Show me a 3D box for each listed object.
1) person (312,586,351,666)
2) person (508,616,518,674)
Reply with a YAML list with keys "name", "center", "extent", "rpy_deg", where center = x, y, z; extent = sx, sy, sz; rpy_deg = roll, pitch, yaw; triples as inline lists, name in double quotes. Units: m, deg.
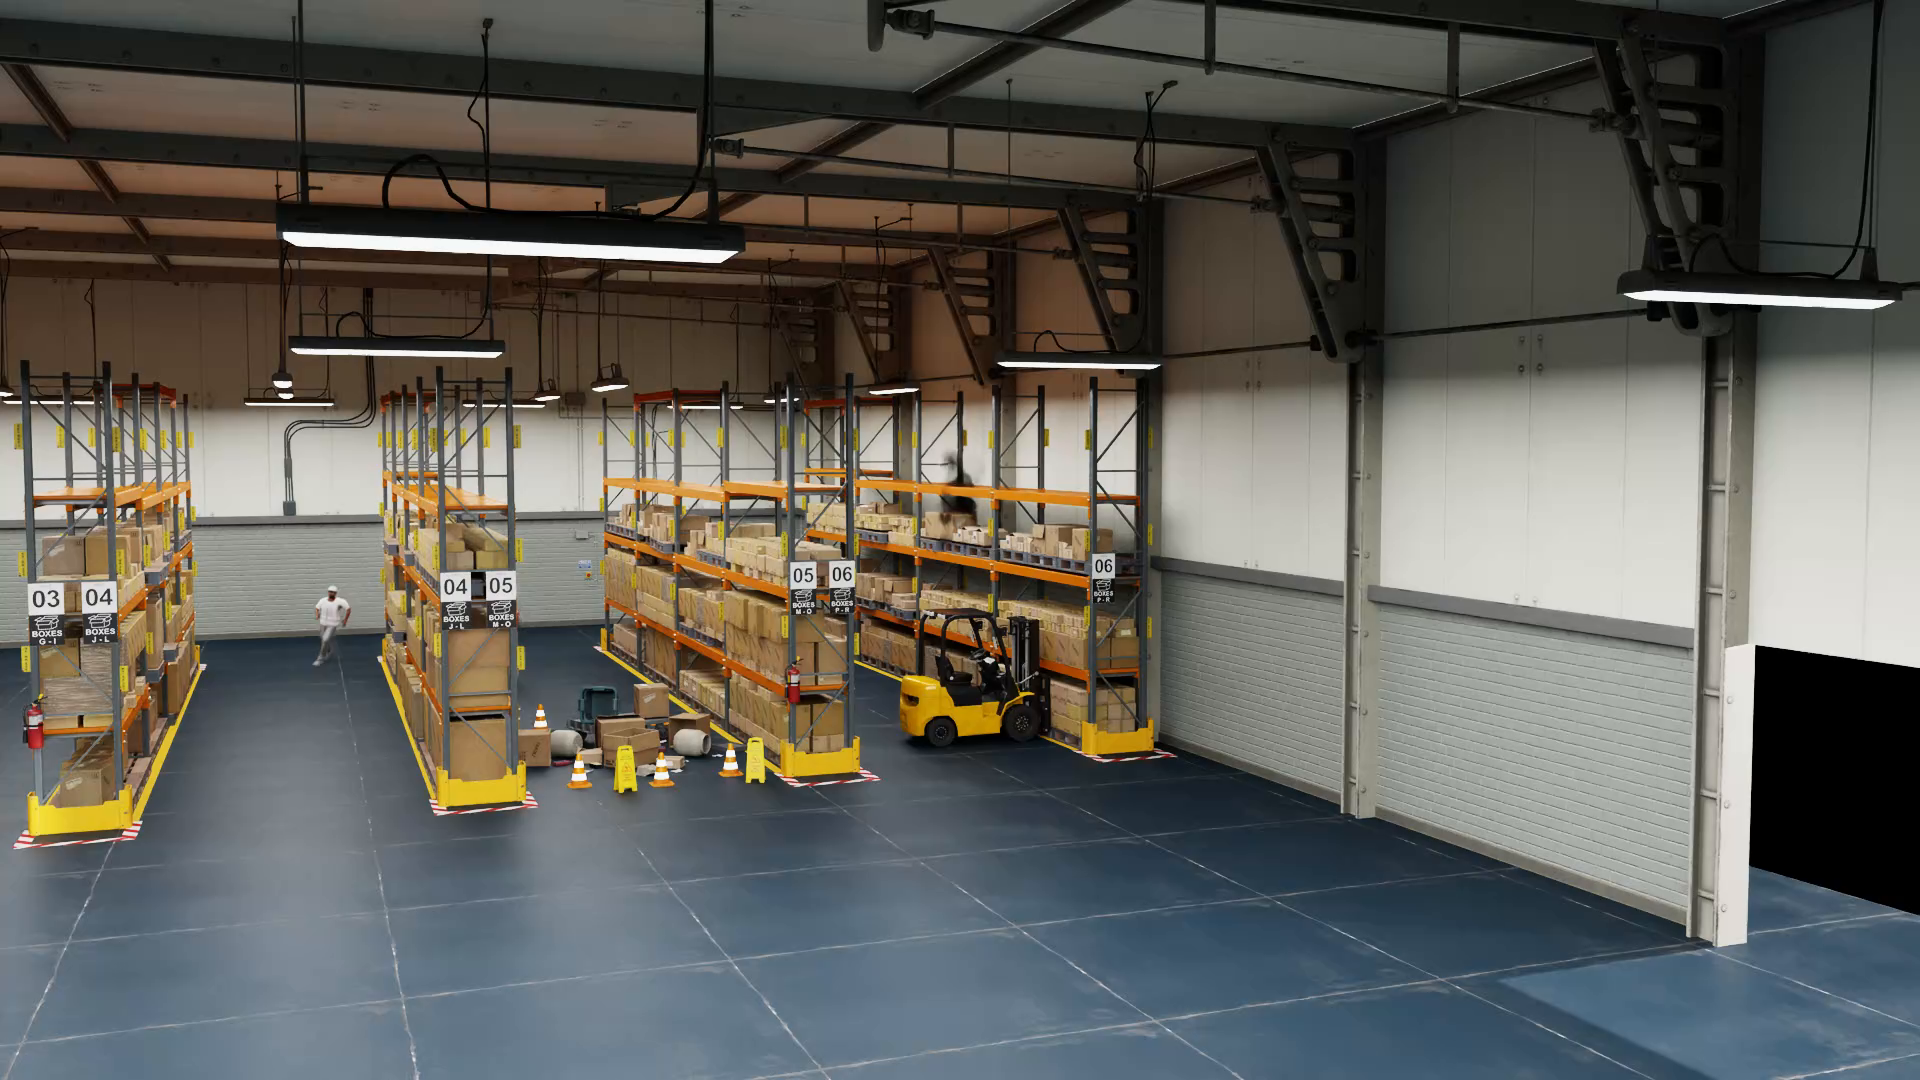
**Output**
- name: "person"
  center: [-14.050, 1.888, 37.049]
  extent: [0.759, 1.748, 0.960]
  rpy_deg: [1, 3, 9]
- name: "person"
  center: [-9.774, 2.041, 35.319]
  extent: [0.651, 1.797, 0.756]
  rpy_deg: [-2, 4, -28]
